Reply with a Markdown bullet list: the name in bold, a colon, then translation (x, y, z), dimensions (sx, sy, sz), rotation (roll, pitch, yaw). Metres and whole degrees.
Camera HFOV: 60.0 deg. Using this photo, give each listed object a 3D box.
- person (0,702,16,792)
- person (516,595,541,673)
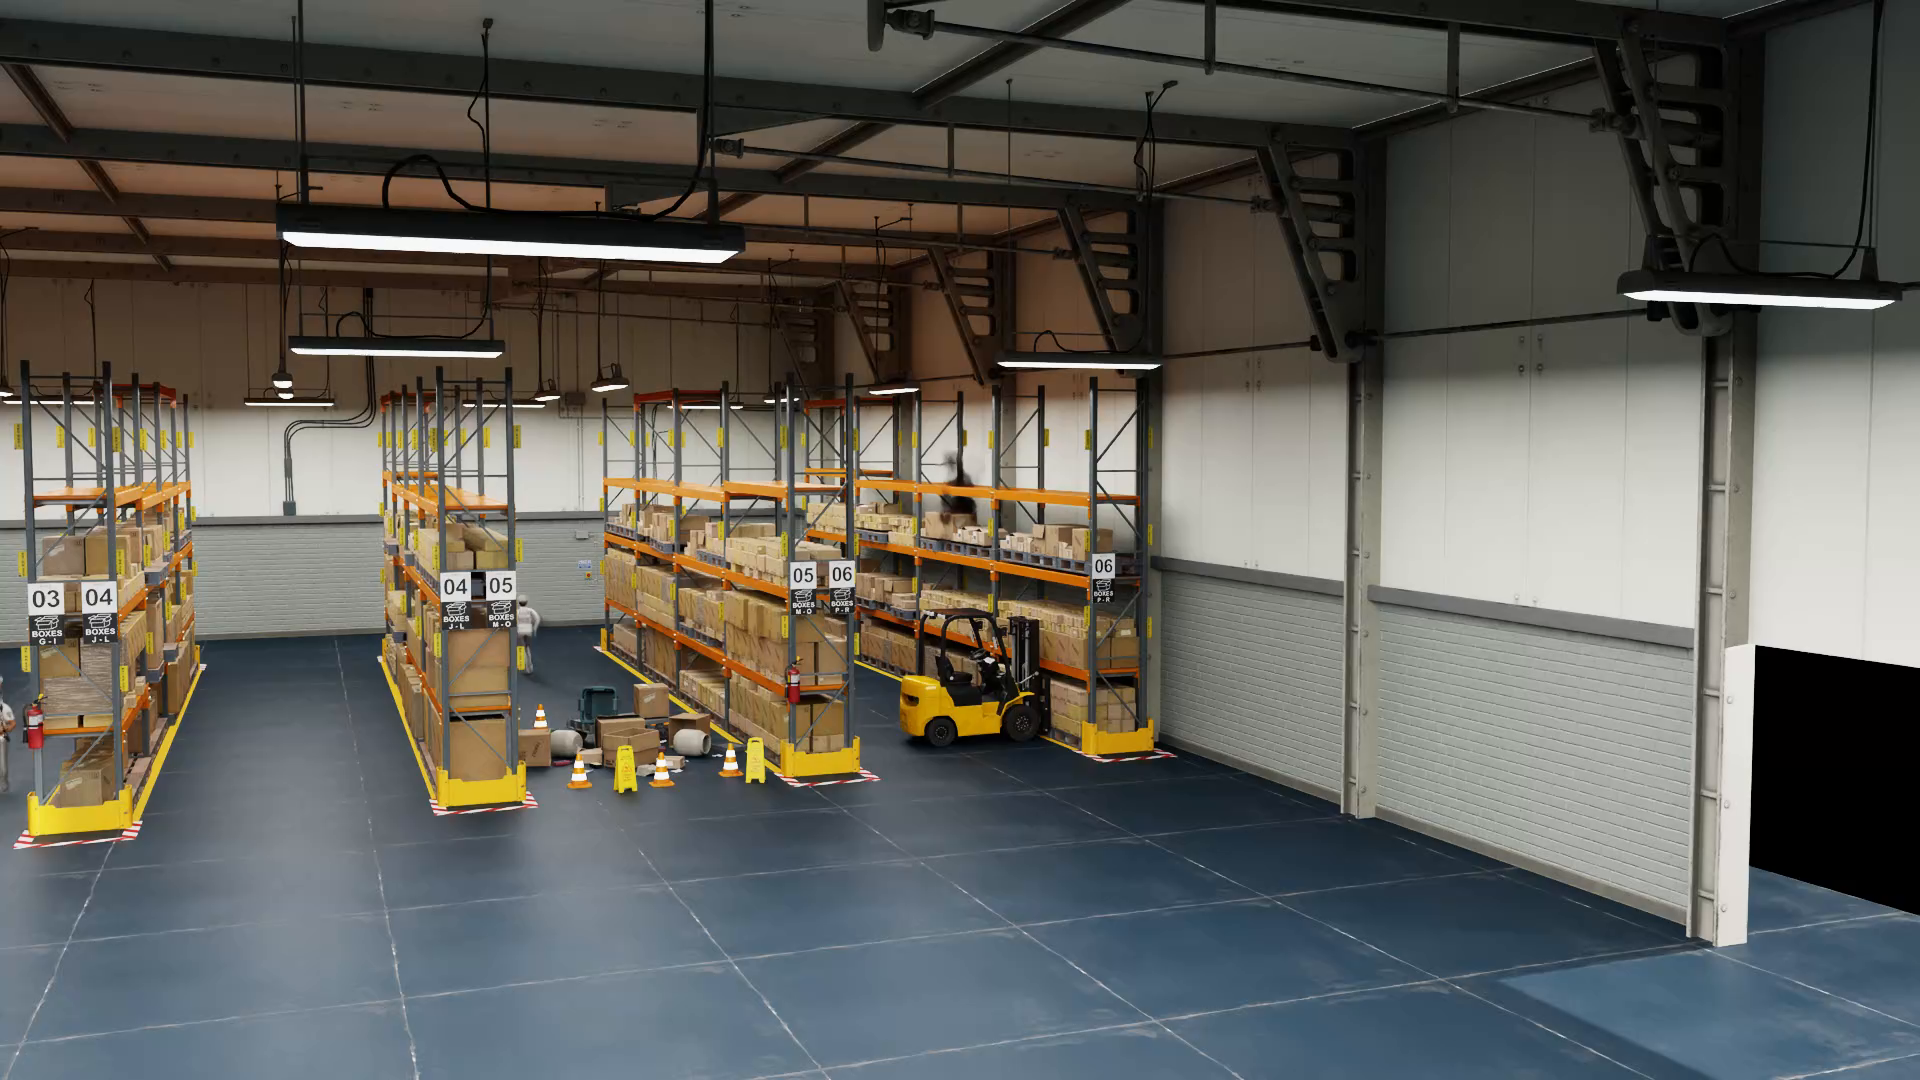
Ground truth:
- **person**: translation (-13.393, 2.808, 22.973), dimensions (0.615, 1.624, 0.727), rotation (-2, 4, -24)
- **person**: translation (-9.368, 2.023, 35.698), dimensions (0.610, 1.704, 0.672), rotation (-2, 4, -32)
